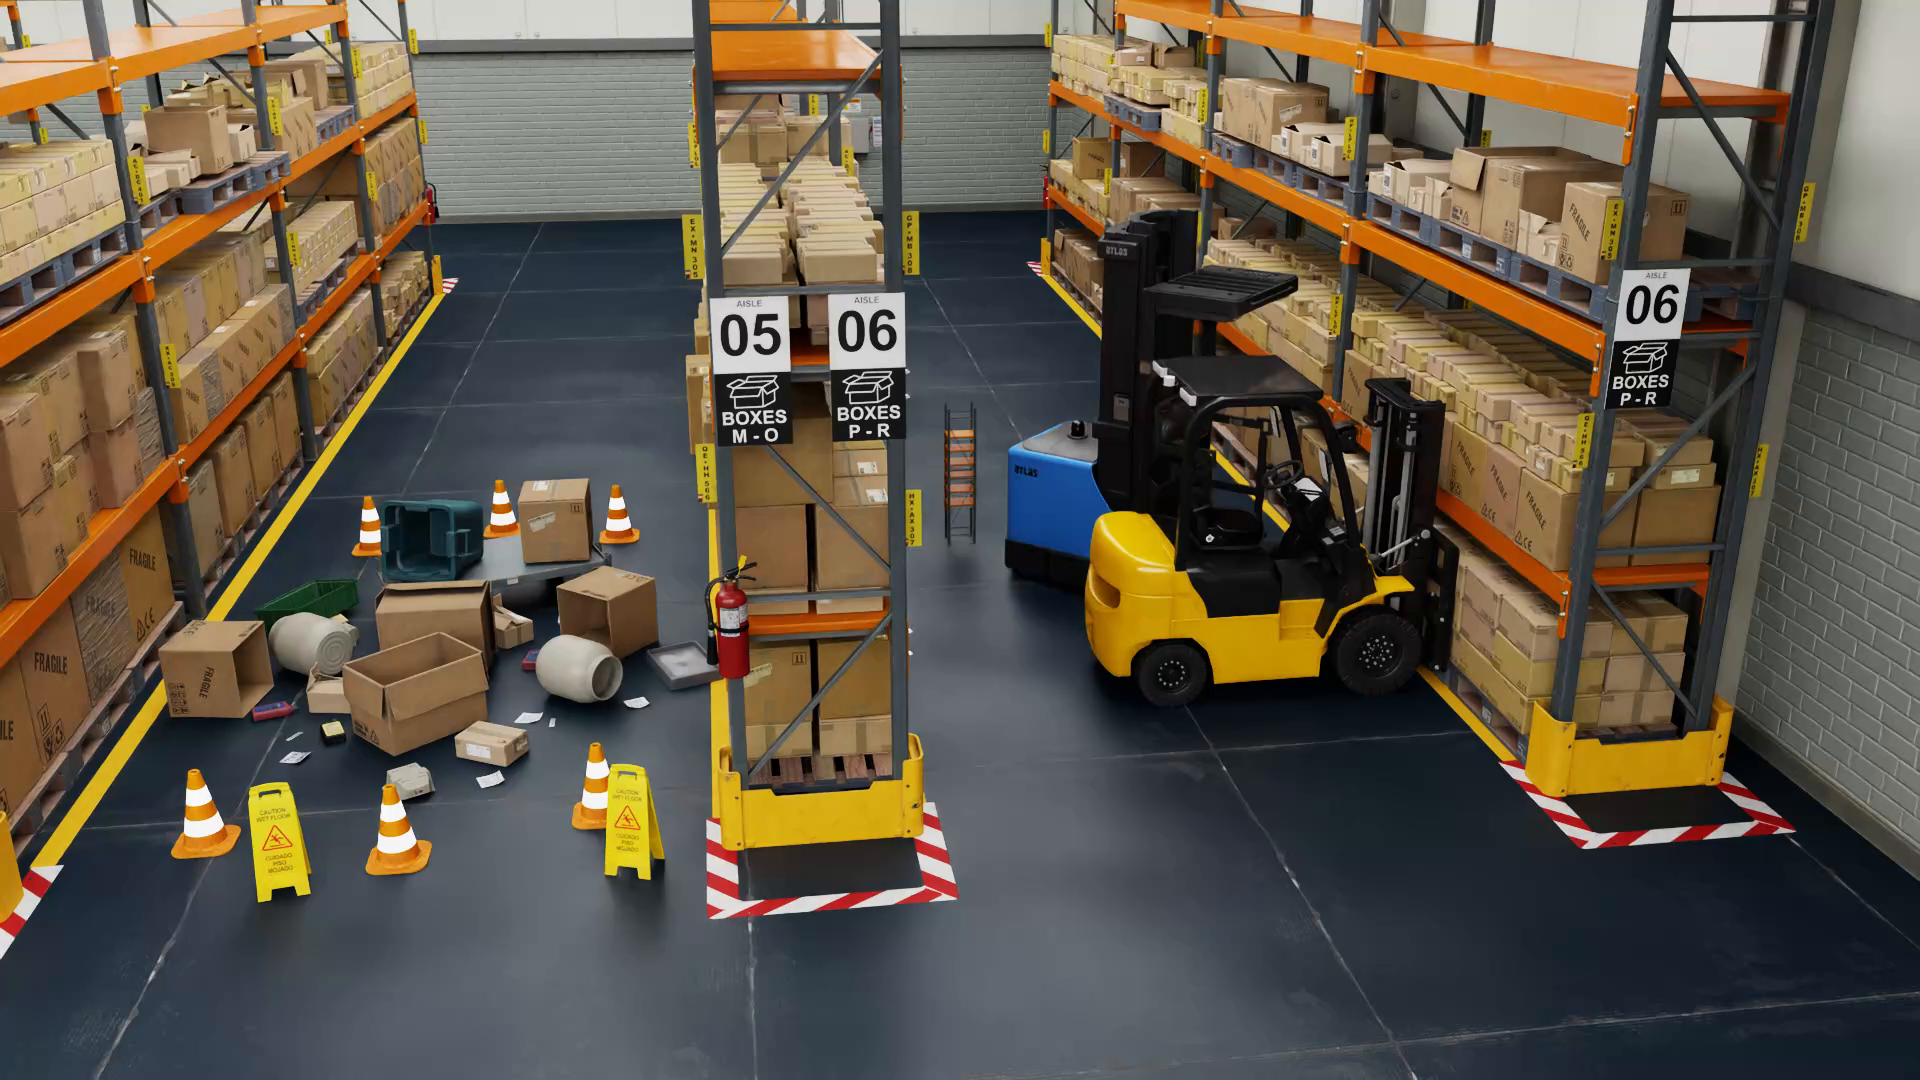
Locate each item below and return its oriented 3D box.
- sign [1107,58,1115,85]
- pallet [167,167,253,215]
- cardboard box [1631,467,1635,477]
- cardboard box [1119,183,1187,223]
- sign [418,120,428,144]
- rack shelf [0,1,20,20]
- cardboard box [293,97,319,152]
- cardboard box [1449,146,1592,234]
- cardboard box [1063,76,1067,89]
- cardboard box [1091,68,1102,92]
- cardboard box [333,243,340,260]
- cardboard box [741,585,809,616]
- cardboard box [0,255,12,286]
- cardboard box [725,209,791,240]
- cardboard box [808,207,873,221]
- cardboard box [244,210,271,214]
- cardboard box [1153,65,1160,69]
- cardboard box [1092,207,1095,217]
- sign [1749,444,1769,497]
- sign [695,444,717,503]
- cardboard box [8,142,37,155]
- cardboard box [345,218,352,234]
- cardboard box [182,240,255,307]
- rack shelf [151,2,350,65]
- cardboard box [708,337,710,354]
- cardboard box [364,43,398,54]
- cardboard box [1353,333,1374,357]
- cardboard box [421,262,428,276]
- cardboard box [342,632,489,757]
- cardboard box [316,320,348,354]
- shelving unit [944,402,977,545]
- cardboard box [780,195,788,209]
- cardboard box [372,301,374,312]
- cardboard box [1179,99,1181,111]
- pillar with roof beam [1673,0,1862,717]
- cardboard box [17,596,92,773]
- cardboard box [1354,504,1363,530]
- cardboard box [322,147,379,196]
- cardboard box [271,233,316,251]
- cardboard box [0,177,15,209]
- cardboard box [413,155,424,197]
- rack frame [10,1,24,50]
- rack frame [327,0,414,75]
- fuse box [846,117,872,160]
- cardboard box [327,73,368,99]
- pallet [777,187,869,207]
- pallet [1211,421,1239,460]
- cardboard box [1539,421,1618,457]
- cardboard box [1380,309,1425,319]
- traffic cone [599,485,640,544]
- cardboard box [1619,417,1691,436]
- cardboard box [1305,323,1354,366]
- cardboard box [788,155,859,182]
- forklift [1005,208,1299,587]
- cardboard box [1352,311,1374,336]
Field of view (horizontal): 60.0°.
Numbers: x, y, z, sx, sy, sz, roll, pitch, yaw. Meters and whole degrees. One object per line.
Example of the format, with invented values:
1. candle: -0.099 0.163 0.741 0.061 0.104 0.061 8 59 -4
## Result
1. sign: 1.849 -5.709 20.263 0.100 0.325 0.005 -3 21 -8
2. pallet: -6.524 -2.880 13.697 1.003 0.211 1.213 -2 21 -5
3. cardboard box: 4.224 -0.501 10.274 0.380 0.149 0.250 -3 21 -8
4. cardboard box: 2.308 -3.977 19.909 0.700 0.500 0.500 -3 21 -7
5. sign: -7.435 -5.652 23.030 0.100 0.325 0.005 -3 21 -8
6. rack shelf: -12.621 -6.319 19.947 1.077 0.370 4.000 -3 21 -8
7. cardboard box: -6.809 -4.179 16.763 0.500 0.500 0.500 -3 21 -8
8. cardboard box: 3.714 -2.339 11.089 0.797 0.503 0.637 -2 21 -6
9. cardboard box: 1.642 -6.372 23.135 0.380 0.149 0.250 -2 21 -7
10. cardboard box: 1.982 -5.900 21.302 0.500 0.250 0.500 -4 21 -10
11. cardboard box: -7.004 -3.148 18.191 0.380 0.149 0.250 -4 21 -10
12. cardboard box: -1.062 0.314 9.523 0.380 0.149 0.250 -2 21 -6
13. cardboard box: -5.595 -1.504 9.358 0.380 0.149 0.250 -3 21 -8
14. cardboard box: -1.217 -1.895 10.009 0.380 0.149 0.250 -4 21 -9
15. cardboard box: -0.723 -1.922 10.082 0.380 0.149 0.250 -2 21 -6
16. cardboard box: -7.728 -3.569 18.467 0.380 0.149 0.250 -3 21 -7
17. cardboard box: 2.543 -5.664 20.073 0.380 0.149 0.250 -3 21 -9
18. cardboard box: 1.957 -4.342 21.987 0.380 0.149 0.250 -2 21 -6
19. sign: 4.664 -0.406 9.739 0.100 0.325 0.005 -3 21 -8
20. sign: -1.349 -0.355 8.847 0.100 0.325 0.005 -3 21 -8
21. cardboard box: -12.580 -4.990 22.082 0.500 0.500 0.500 -3 21 -7
22. cardboard box: -7.119 -3.555 18.855 0.380 0.149 0.250 -3 21 -7
23. cardboard box: -6.705 -2.355 14.736 0.700 0.500 0.500 -3 21 -9
24. rack shelf: -7.122 -5.149 16.815 1.077 0.370 4.000 -3 21 -8
25. cardboard box: -1.262 -1.033 10.771 0.700 0.500 0.500 -3 21 -8
26. cardboard box: -7.689 -6.507 22.068 0.380 0.149 0.250 -3 21 -7
27. cardboard box: 3.323 -1.549 13.081 0.380 0.149 0.250 -3 21 -9
28. cardboard box: -7.629 -3.773 23.154 0.380 0.149 0.250 -3 21 -9
29. cardboard box: -3.555 1.004 10.884 0.637 0.503 0.797 17 27 39
30. cardboard box: -6.825 -2.146 17.650 0.500 0.250 0.500 -3 21 -7
31. shelving unit: 0.002 -0.557 14.067 0.258 1.200 0.189 -3 21 -8
32. cardboard box: -0.970 -2.230 11.477 0.500 0.250 0.500 -3 21 -9
33. cardboard box: -7.255 -2.825 20.192 0.380 0.149 0.250 -2 21 -6
34. cardboard box: 2.576 -4.695 17.931 0.380 0.149 0.250 -3 21 -7
35. pillar with roof beam: 0.646 -2.817 8.971 9.100 9.000 0.400 -3 21 -8
36. cardboard box: -5.973 0.862 10.132 0.875 0.875 0.875 -3 21 -9
37. cardboard box: 3.377 -0.108 12.906 0.500 0.250 0.500 -3 21 -8
38. cardboard box: -7.234 -4.379 19.730 0.500 0.500 0.500 -2 21 -6
39. cardboard box: -6.860 -3.062 17.109 0.380 0.149 0.250 -2 21 -5
40. cardboard box: -5.633 -1.966 9.456 0.380 0.149 0.250 -3 21 -7
41. cardboard box: -7.668 -4.984 22.780 0.500 0.500 0.500 -2 21 -7
42. rack frame: -12.910 -7.536 21.605 1.000 3.000 0.127 -3 21 -8
43. rack frame: -7.987 -7.751 22.181 1.000 3.000 0.127 -3 21 -8
44. fuse box: -1.840 -6.628 29.591 0.539 1.711 0.414 -3 21 -8
45. cardboard box: -7.242 -5.303 19.416 0.500 0.250 0.500 -2 21 -6
46. pallet: -1.357 -2.607 12.964 1.213 0.211 1.003 -3 21 -8
47. pallet: 3.041 -1.114 16.970 1.003 0.211 1.213 -3 21 -8
48. cardboard box: 3.788 -0.624 10.180 0.380 0.149 0.250 -3 21 -8
49. cardboard box: 3.699 -1.805 13.767 0.380 0.149 0.250 -3 21 -9
50. traffic cone: -2.938 -0.241 14.273 0.336 0.463 0.334 -3 21 -8
51. cardboard box: 4.301 -0.649 10.247 0.380 0.149 0.250 -2 21 -6
52. cardboard box: 3.214 -1.643 13.902 0.500 0.250 0.500 -3 21 -9
53. cardboard box: -1.061 -2.825 12.893 0.500 0.250 0.500 -3 21 -9
54. forklift: 1.874 -0.954 12.654 3.031 2.935 1.130 13 24 31
55. cardboard box: 3.269 -1.780 13.699 0.380 0.149 0.250 -2 21 -6
